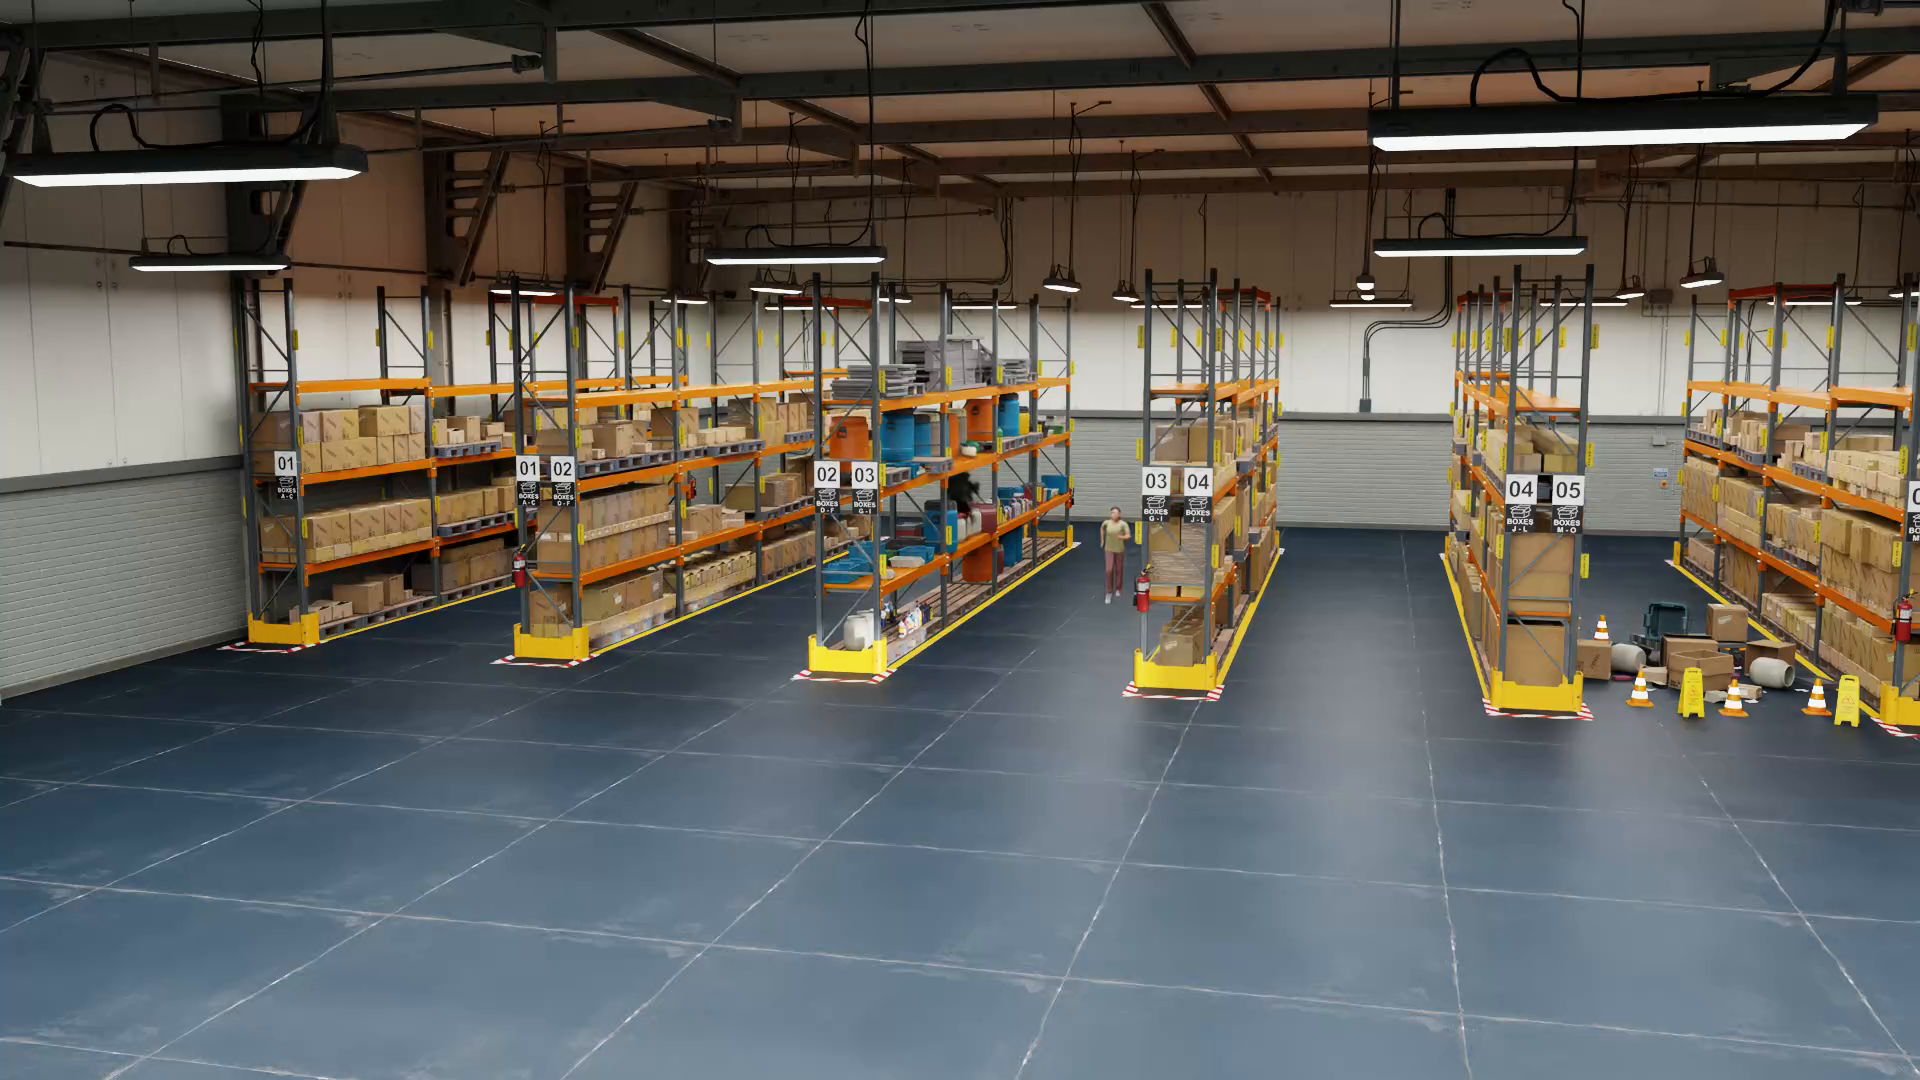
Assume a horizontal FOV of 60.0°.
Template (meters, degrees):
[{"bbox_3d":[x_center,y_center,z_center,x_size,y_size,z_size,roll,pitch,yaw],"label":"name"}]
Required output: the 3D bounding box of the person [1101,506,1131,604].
[{"bbox_3d":[2.830,0.253,30.302,0.564,1.753,0.777,1,7,9],"label":"person"}]
